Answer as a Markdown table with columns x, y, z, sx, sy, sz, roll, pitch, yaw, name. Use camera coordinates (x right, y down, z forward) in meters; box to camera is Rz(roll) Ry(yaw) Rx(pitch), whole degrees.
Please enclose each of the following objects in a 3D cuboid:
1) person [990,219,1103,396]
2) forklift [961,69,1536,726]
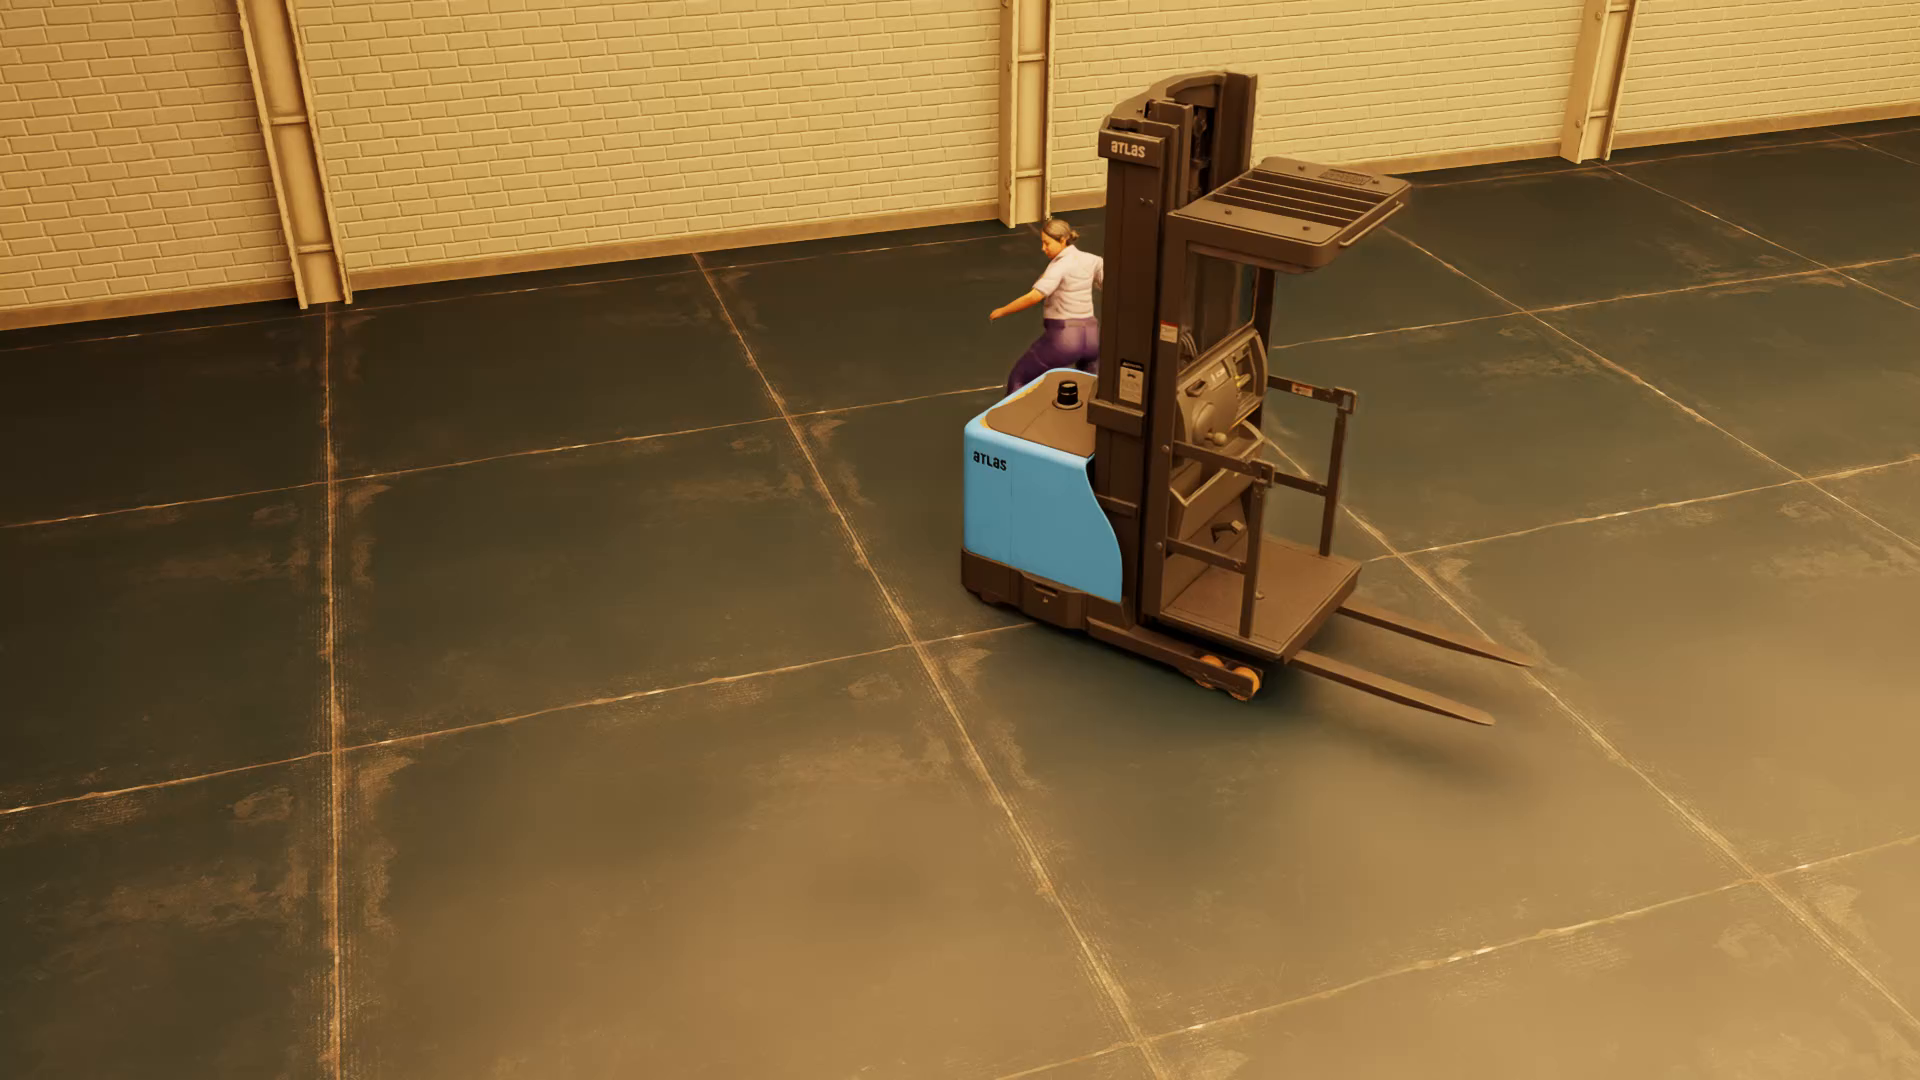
| x | y | z | sx | sy | sz | roll | pitch | yaw | name |
| --- | --- | --- | --- | --- | --- | --- | --- | --- | --- |
| 0.731 | -1.313 | 10.940 | 1.036 | 1.608 | 0.528 | -21 | 36 | -32 | person |
| 1.510 | -0.747 | 8.385 | 3.031 | 2.935 | 1.130 | 19 | 35 | 29 | forklift |
